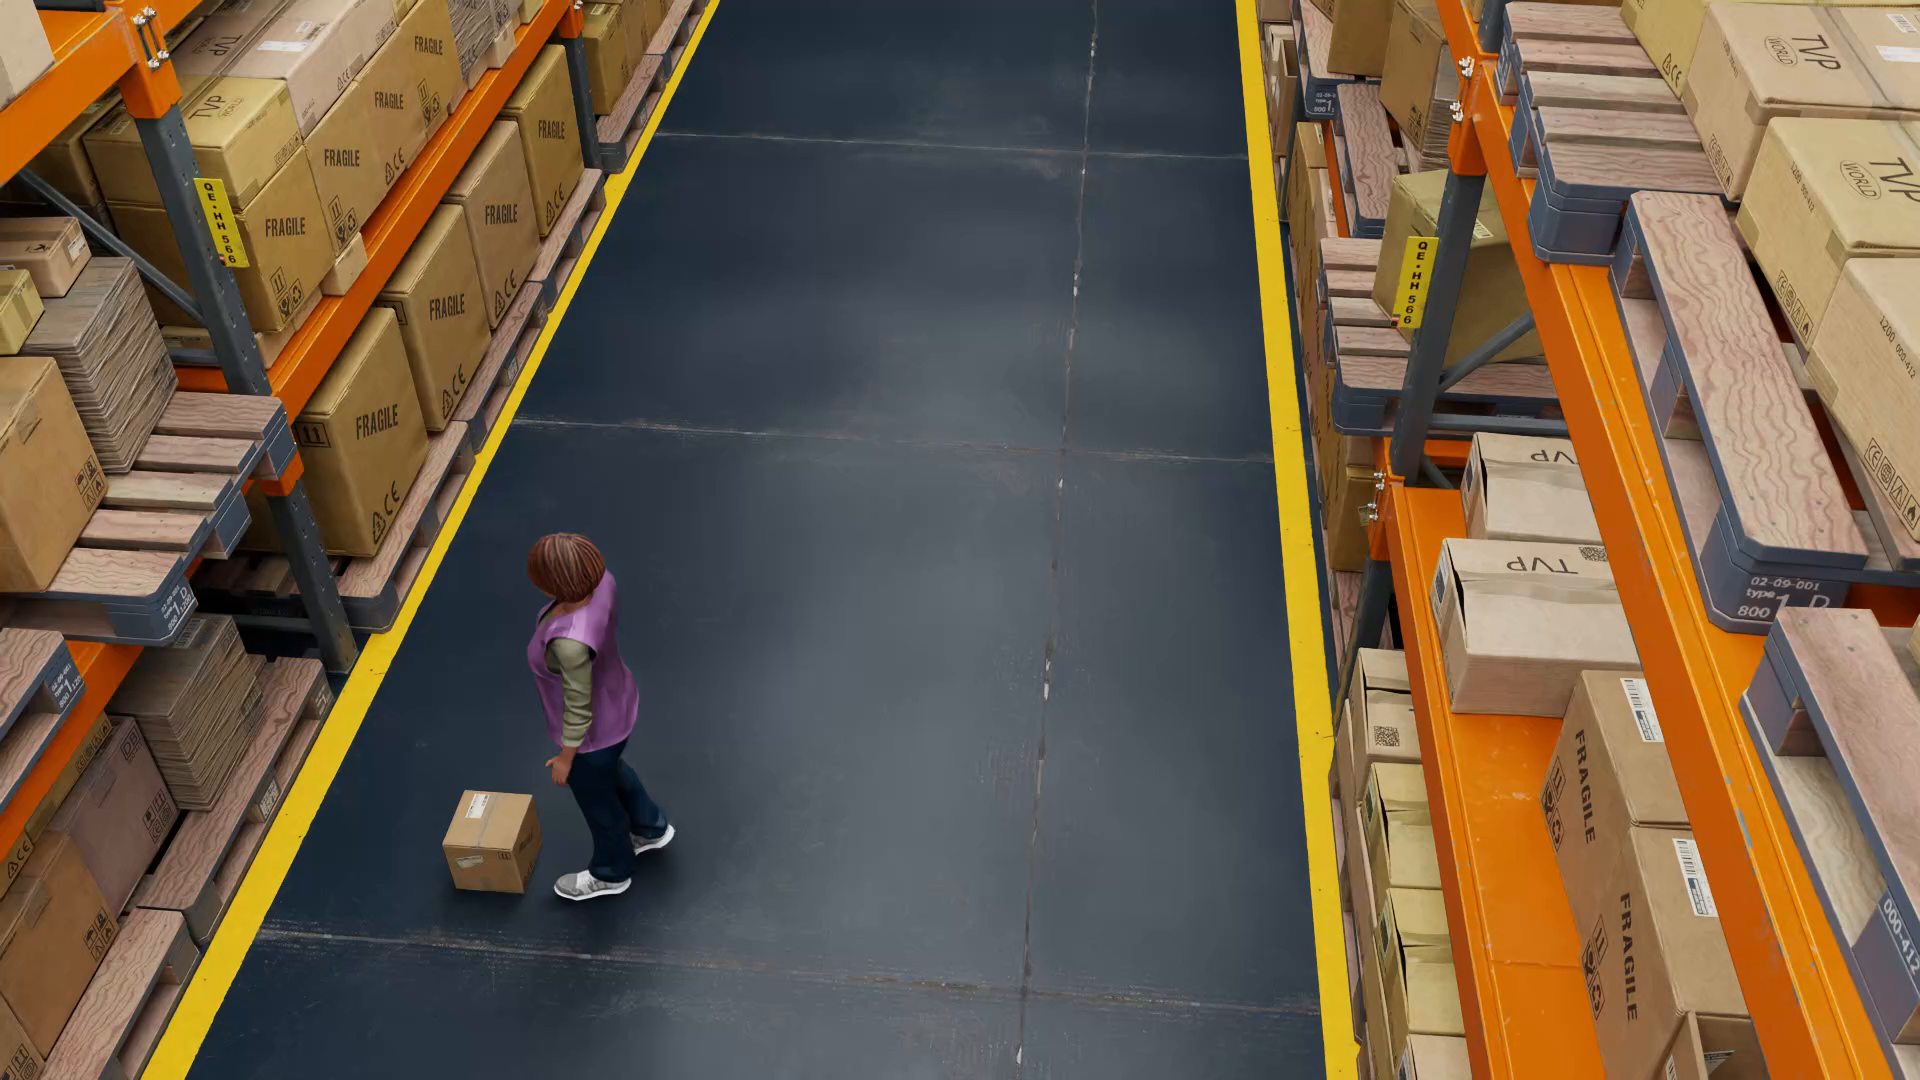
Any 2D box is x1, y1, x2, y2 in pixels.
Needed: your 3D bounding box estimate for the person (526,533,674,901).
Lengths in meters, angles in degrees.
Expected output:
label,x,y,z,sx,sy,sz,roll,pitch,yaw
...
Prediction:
label,x,y,z,sx,sy,sz,roll,pitch,yaw
person,-1.233,0.606,5.460,0.412,1.649,0.458,0,41,0
